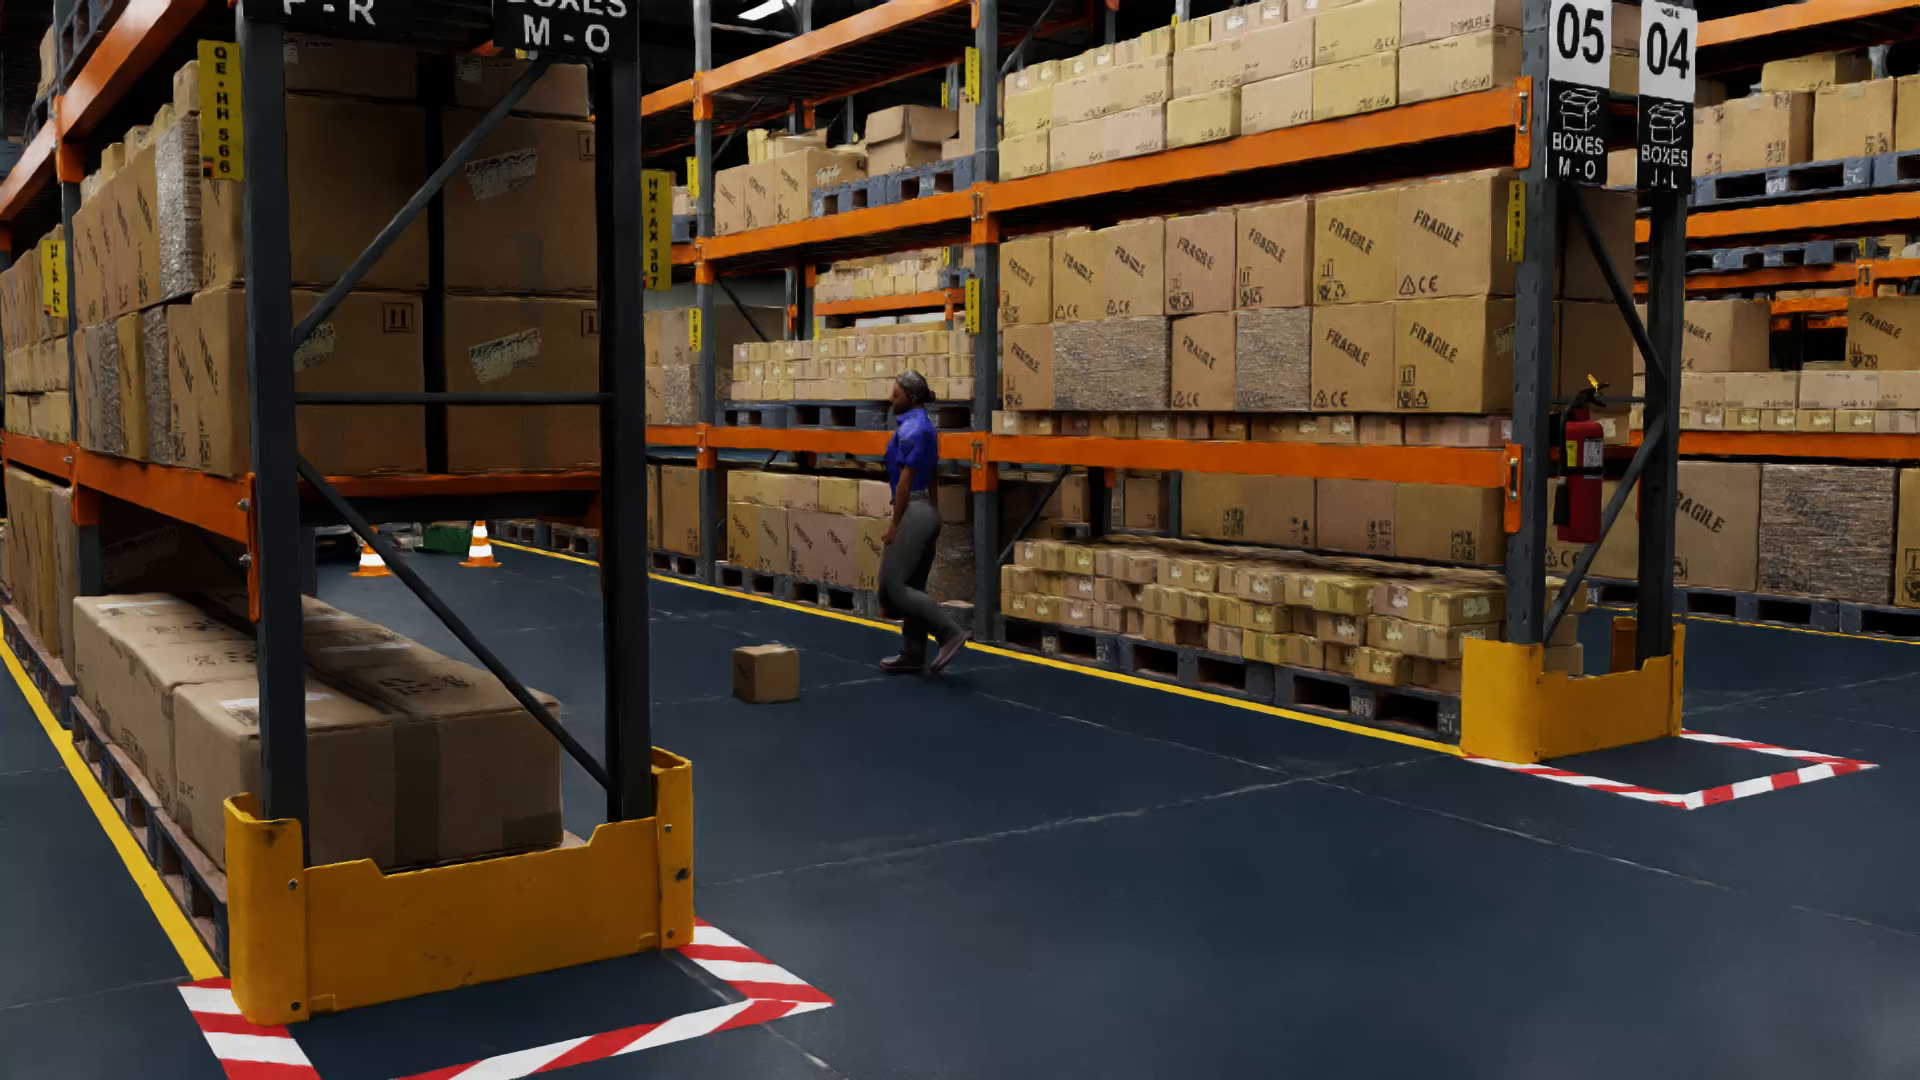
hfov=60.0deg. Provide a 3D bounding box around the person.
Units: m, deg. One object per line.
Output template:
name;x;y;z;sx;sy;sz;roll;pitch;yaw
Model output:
person;-0.203;-0.085;8.926;0.567;1.652;0.609;1;5;7
